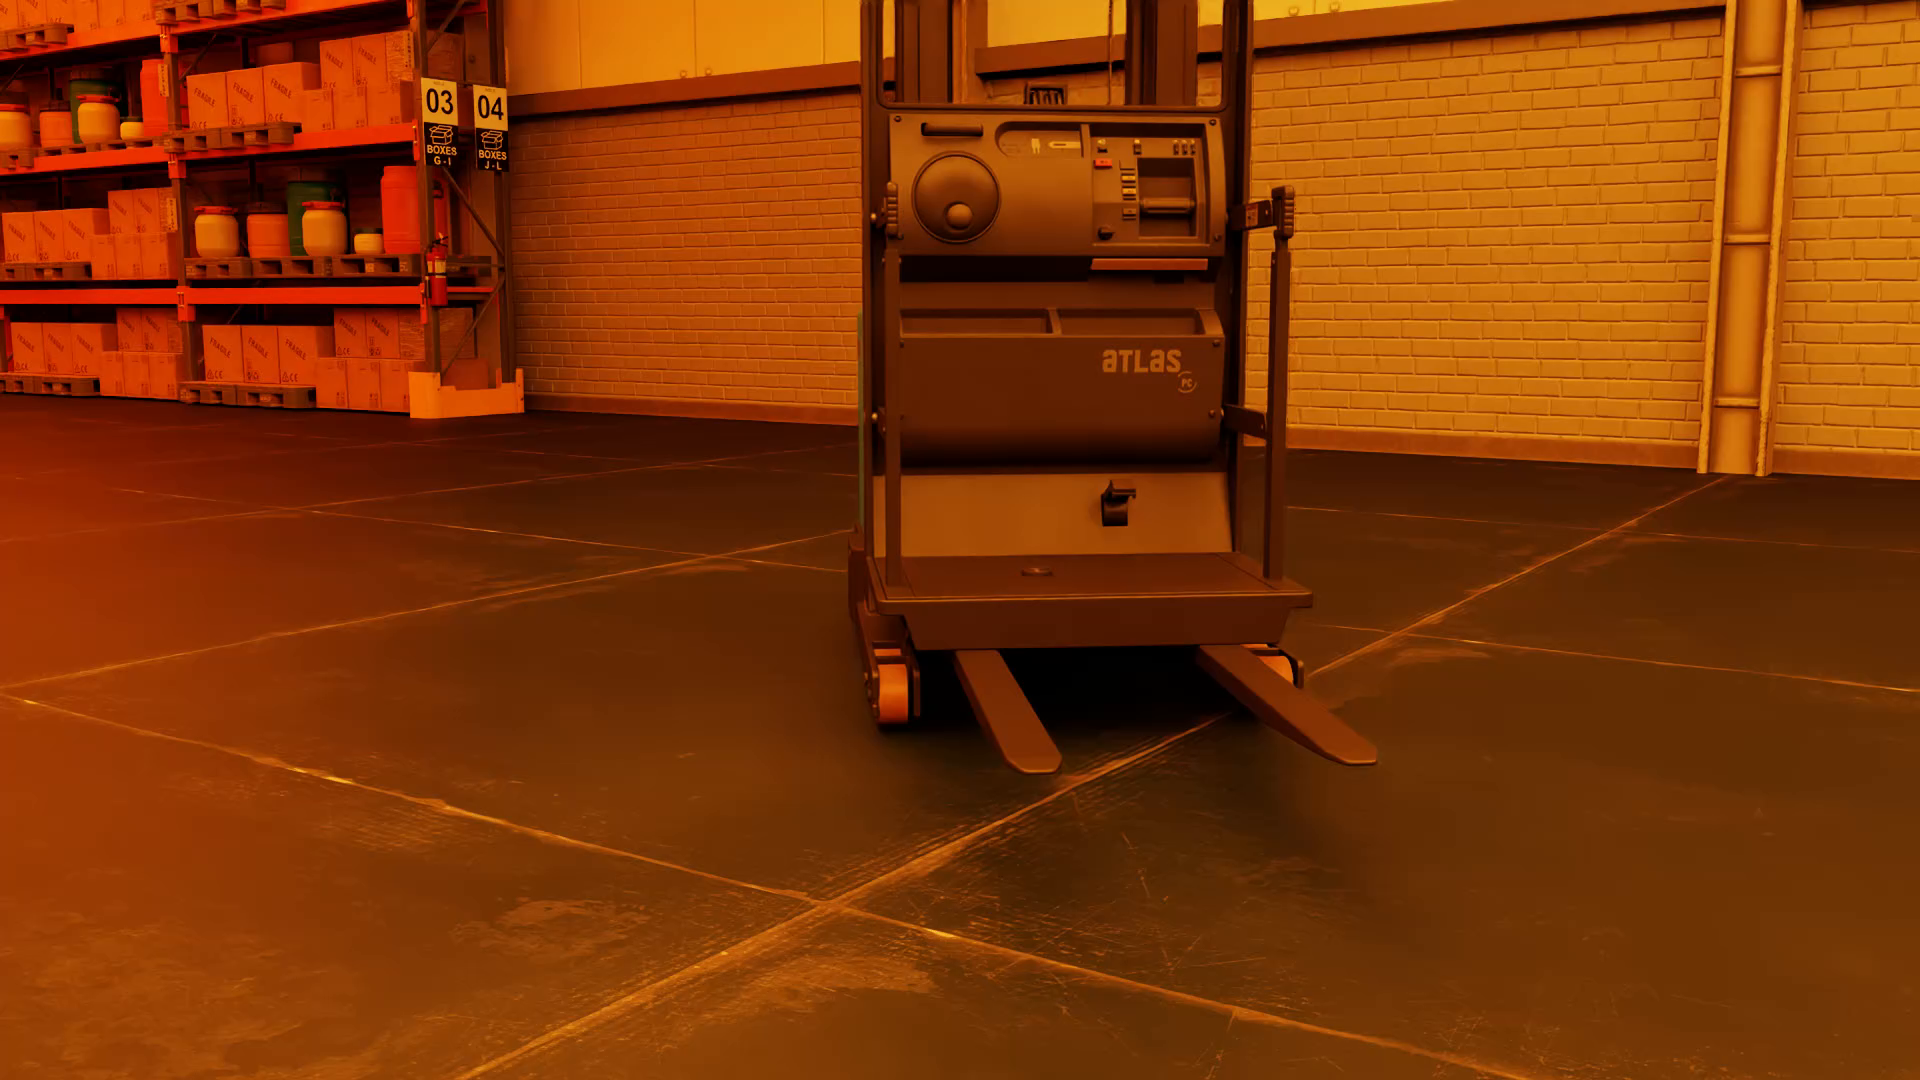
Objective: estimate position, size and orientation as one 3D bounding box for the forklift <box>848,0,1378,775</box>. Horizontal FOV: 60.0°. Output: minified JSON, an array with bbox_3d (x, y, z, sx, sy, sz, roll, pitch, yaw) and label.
[{"bbox_3d":[0.294,-1.023,4.387,1.130,2.935,3.031,-1,8,-6],"label":"forklift"}]
